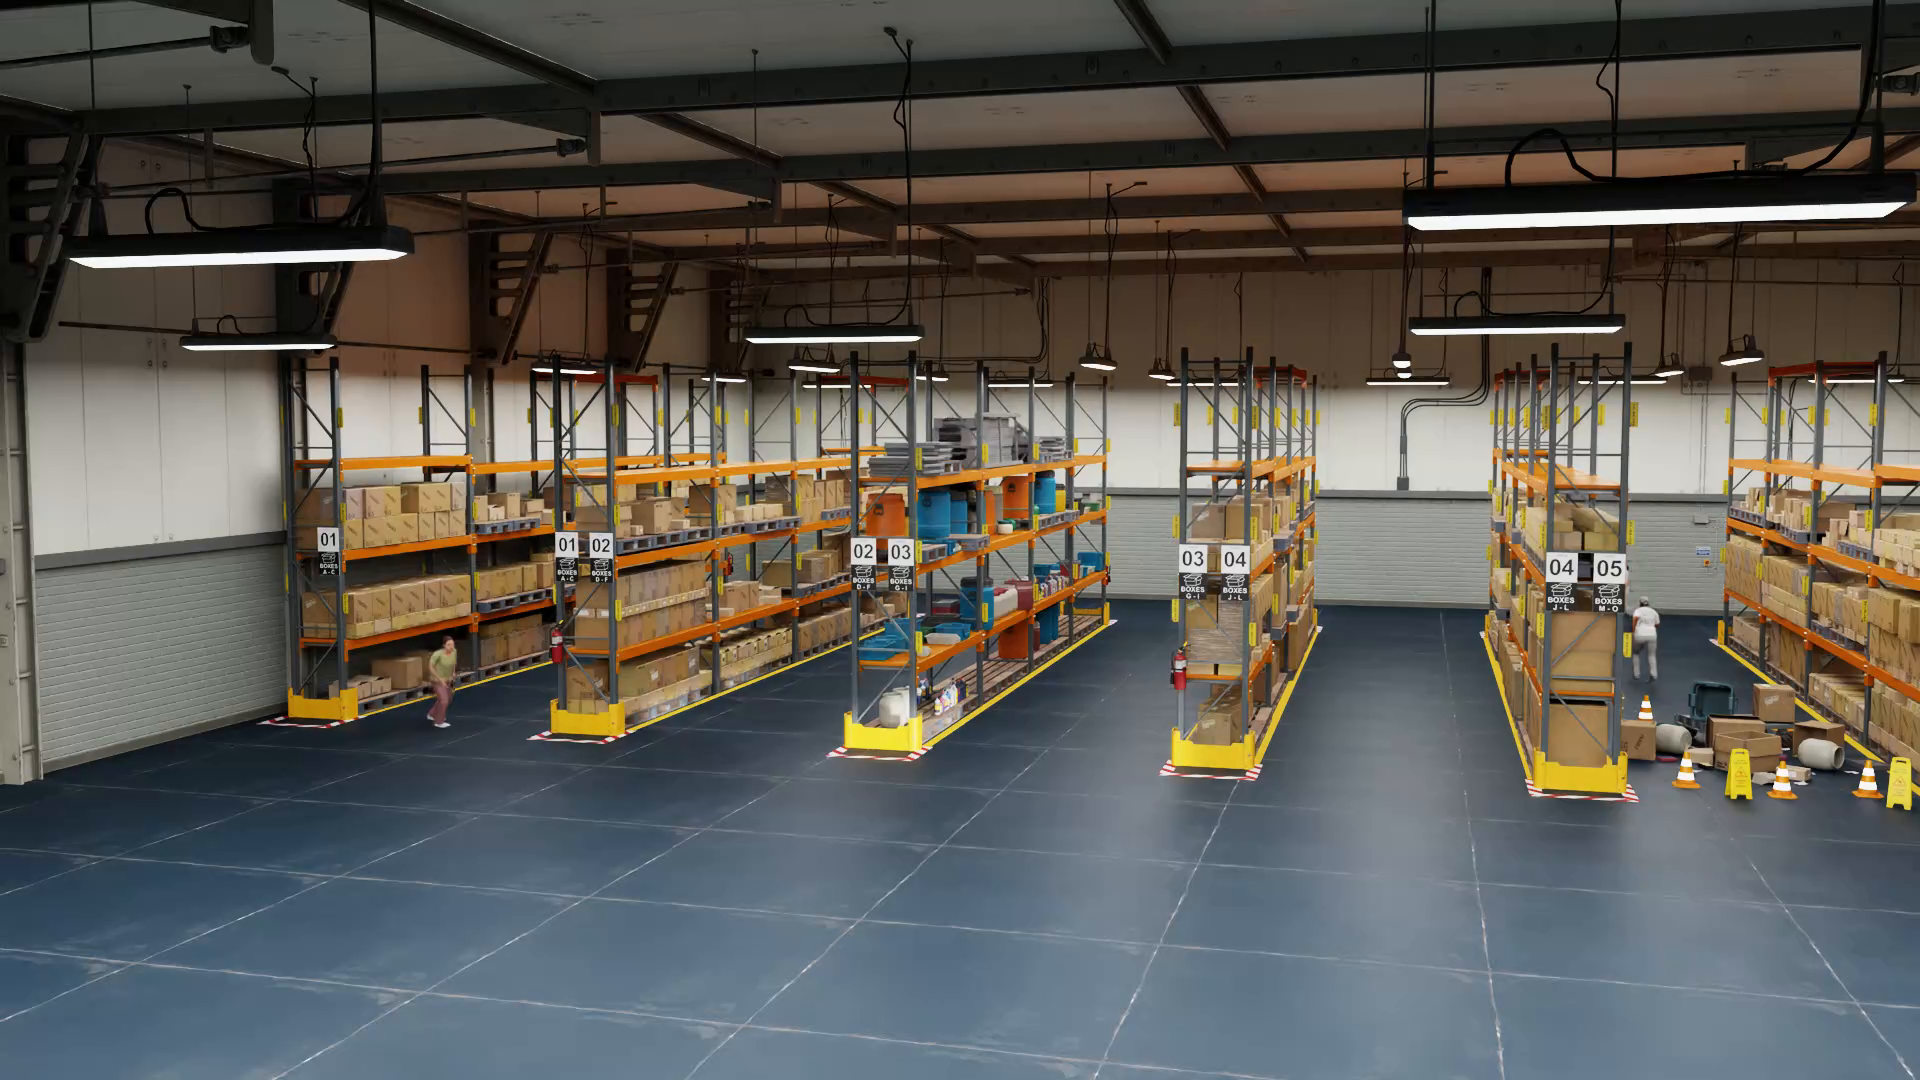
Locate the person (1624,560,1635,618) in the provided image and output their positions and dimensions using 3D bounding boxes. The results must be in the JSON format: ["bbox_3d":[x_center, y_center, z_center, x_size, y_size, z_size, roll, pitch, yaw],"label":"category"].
[{"bbox_3d":[15.772,1.267,39.495,0.854,1.645,0.570,0,4,-4],"label":"person"}]

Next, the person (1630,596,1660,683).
[{"bbox_3d":[12.911,1.894,31.336,0.600,1.641,0.946,1,4,9],"label":"person"}]

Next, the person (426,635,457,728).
[{"bbox_3d":[-8.400,2.270,26.866,0.807,1.528,0.603,2,5,27],"label":"person"}]
